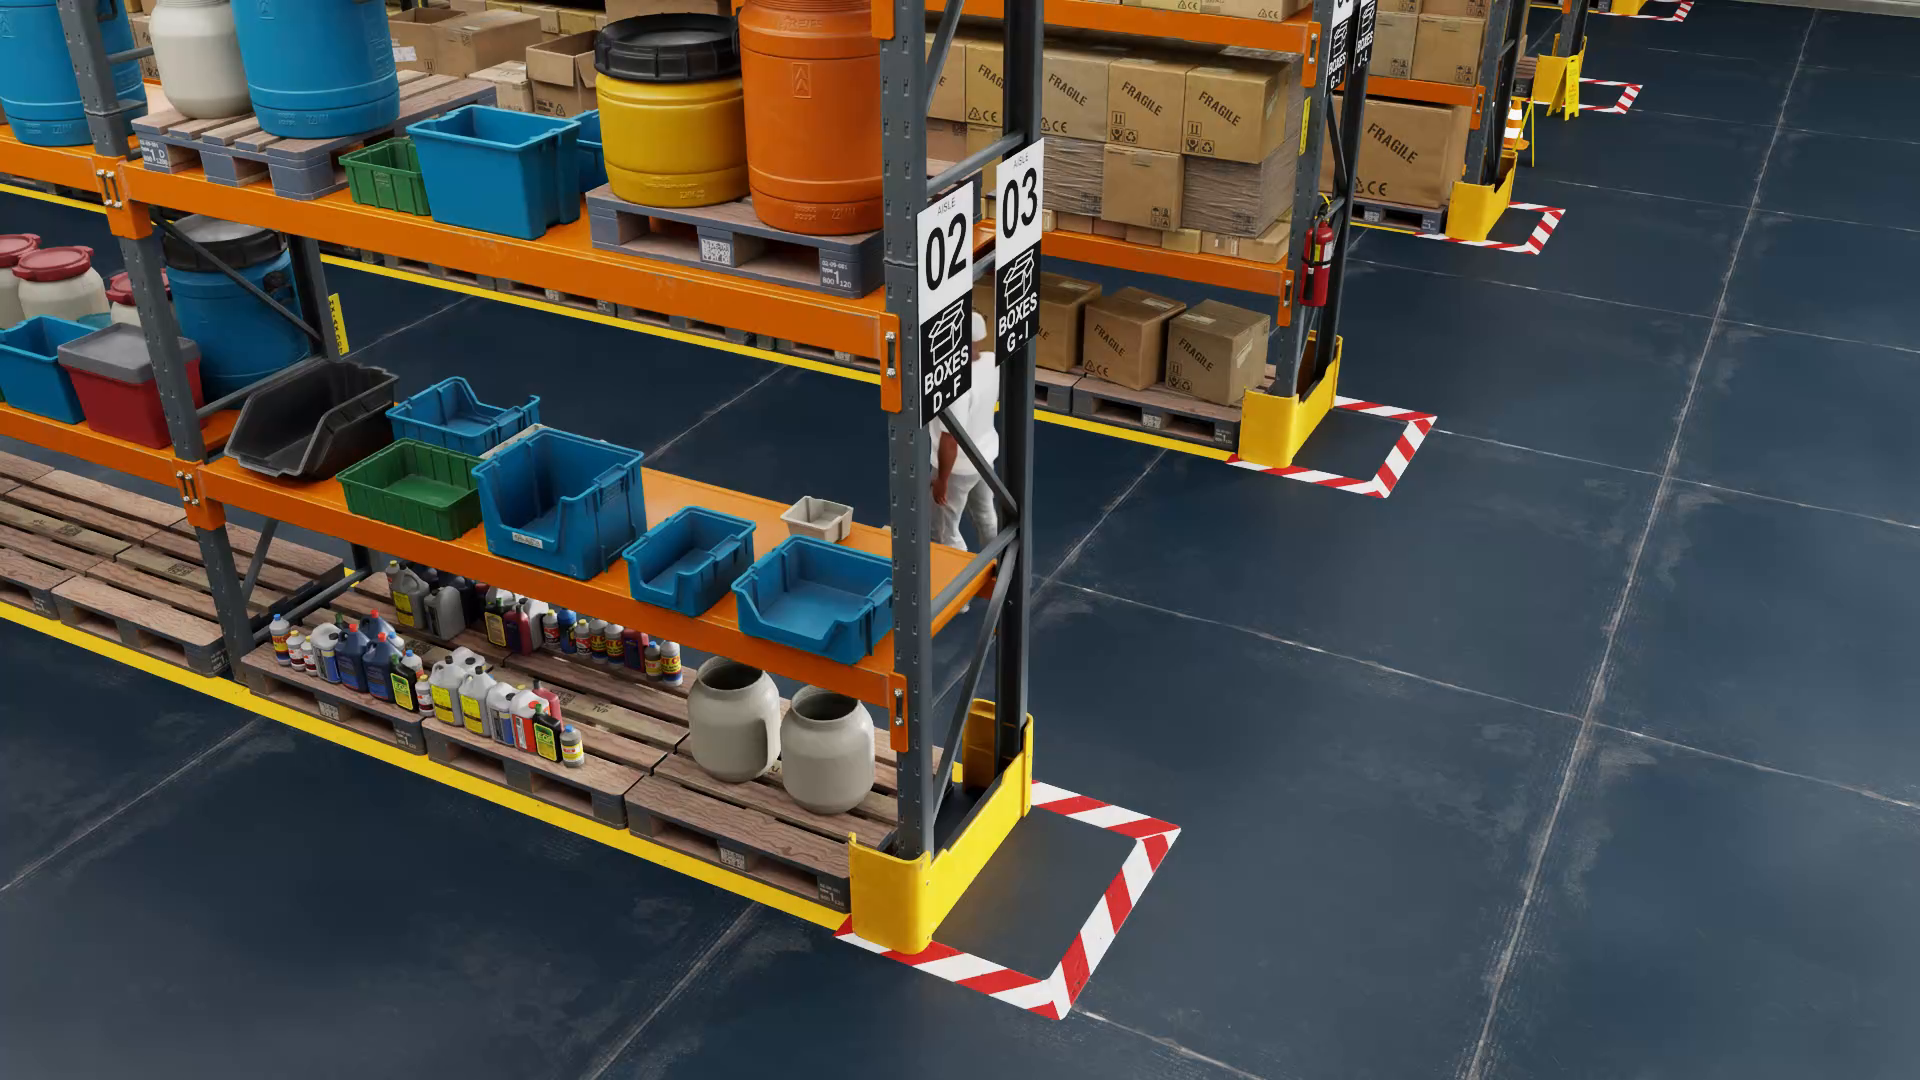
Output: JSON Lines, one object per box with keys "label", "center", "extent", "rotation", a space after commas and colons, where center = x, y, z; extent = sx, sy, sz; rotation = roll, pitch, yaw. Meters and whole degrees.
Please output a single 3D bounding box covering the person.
{"label": "person", "center": [0.016, -0.417, 9.029], "extent": [0.424, 1.787, 0.567], "rotation": [15, 33, 24]}
